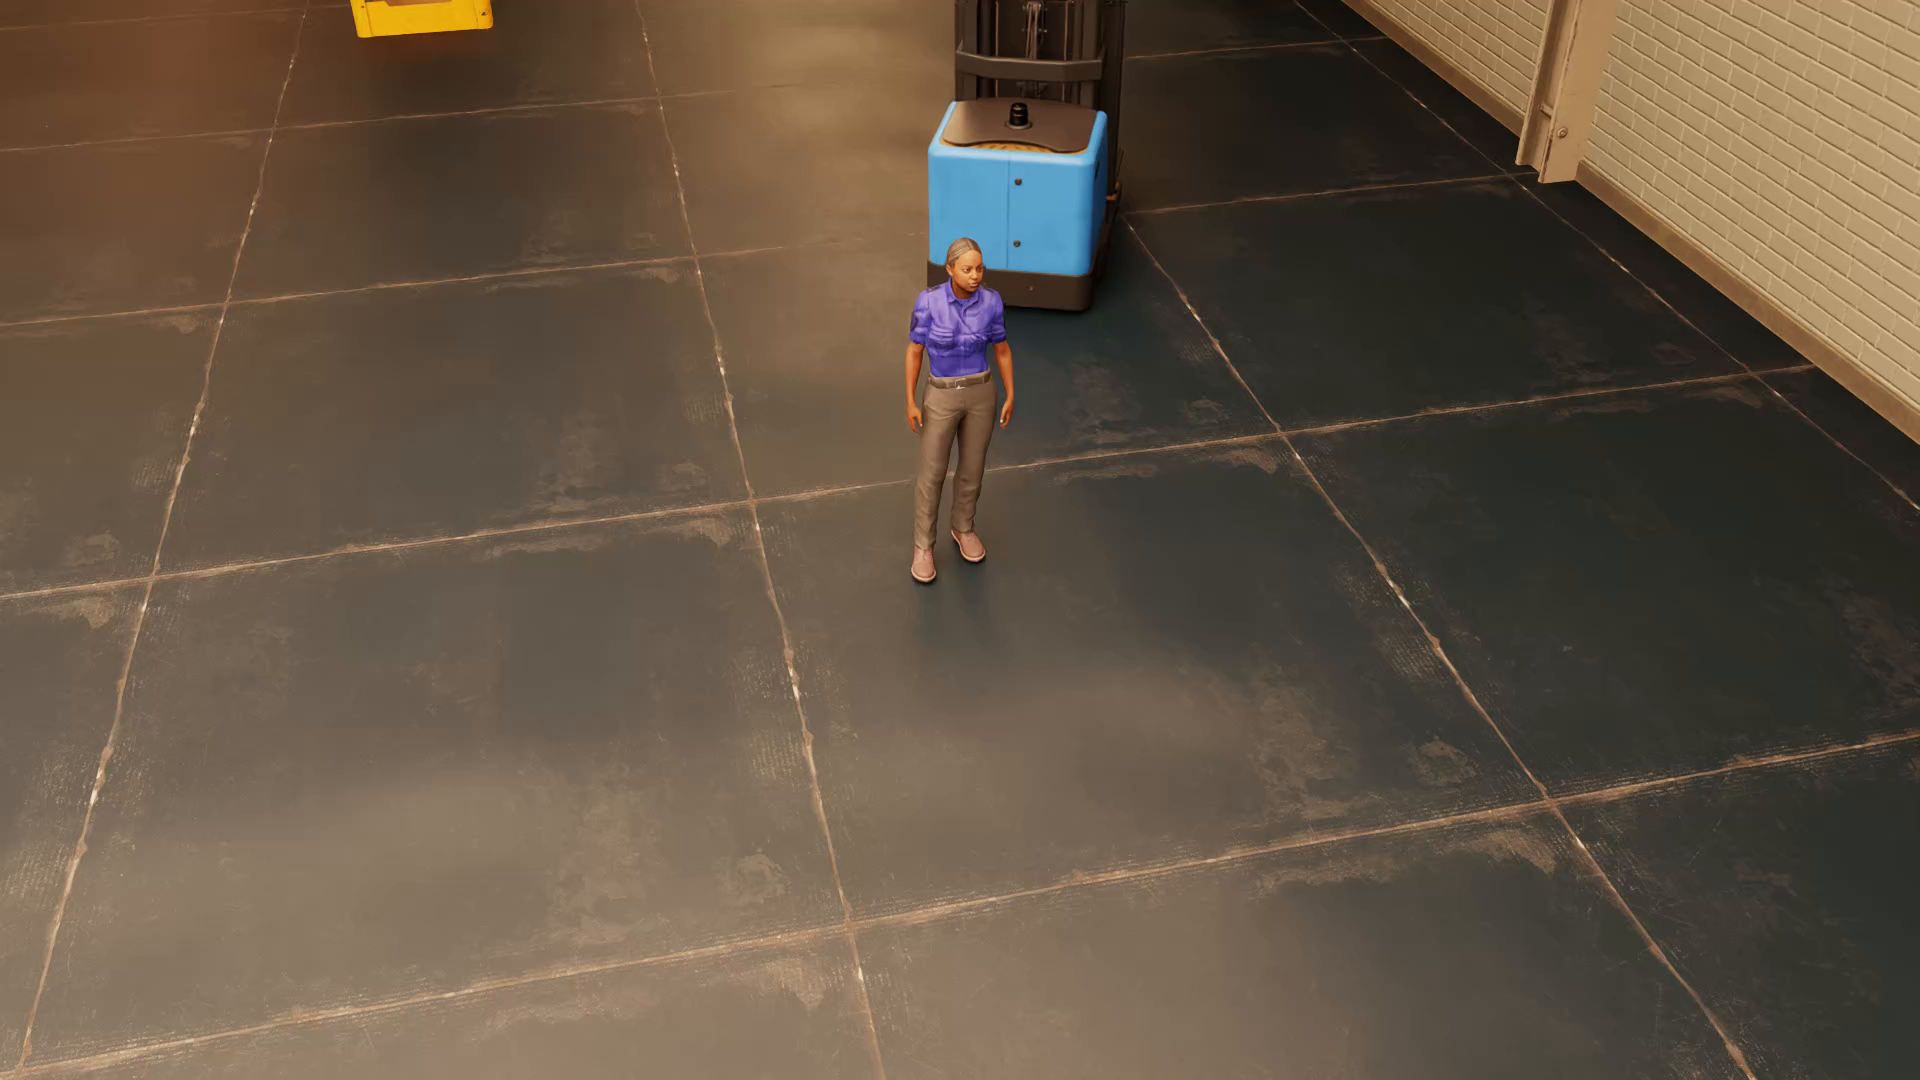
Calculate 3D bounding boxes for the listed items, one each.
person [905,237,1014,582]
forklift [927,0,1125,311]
[{"bbox_3d":[0.000,-0.625,7.999,0.569,1.656,0.503,-8,36,-11],"label":"person"},{"bbox_3d":[0.552,-3.484,10.891,1.130,2.935,3.031,6,36,8],"label":"forklift"}]
